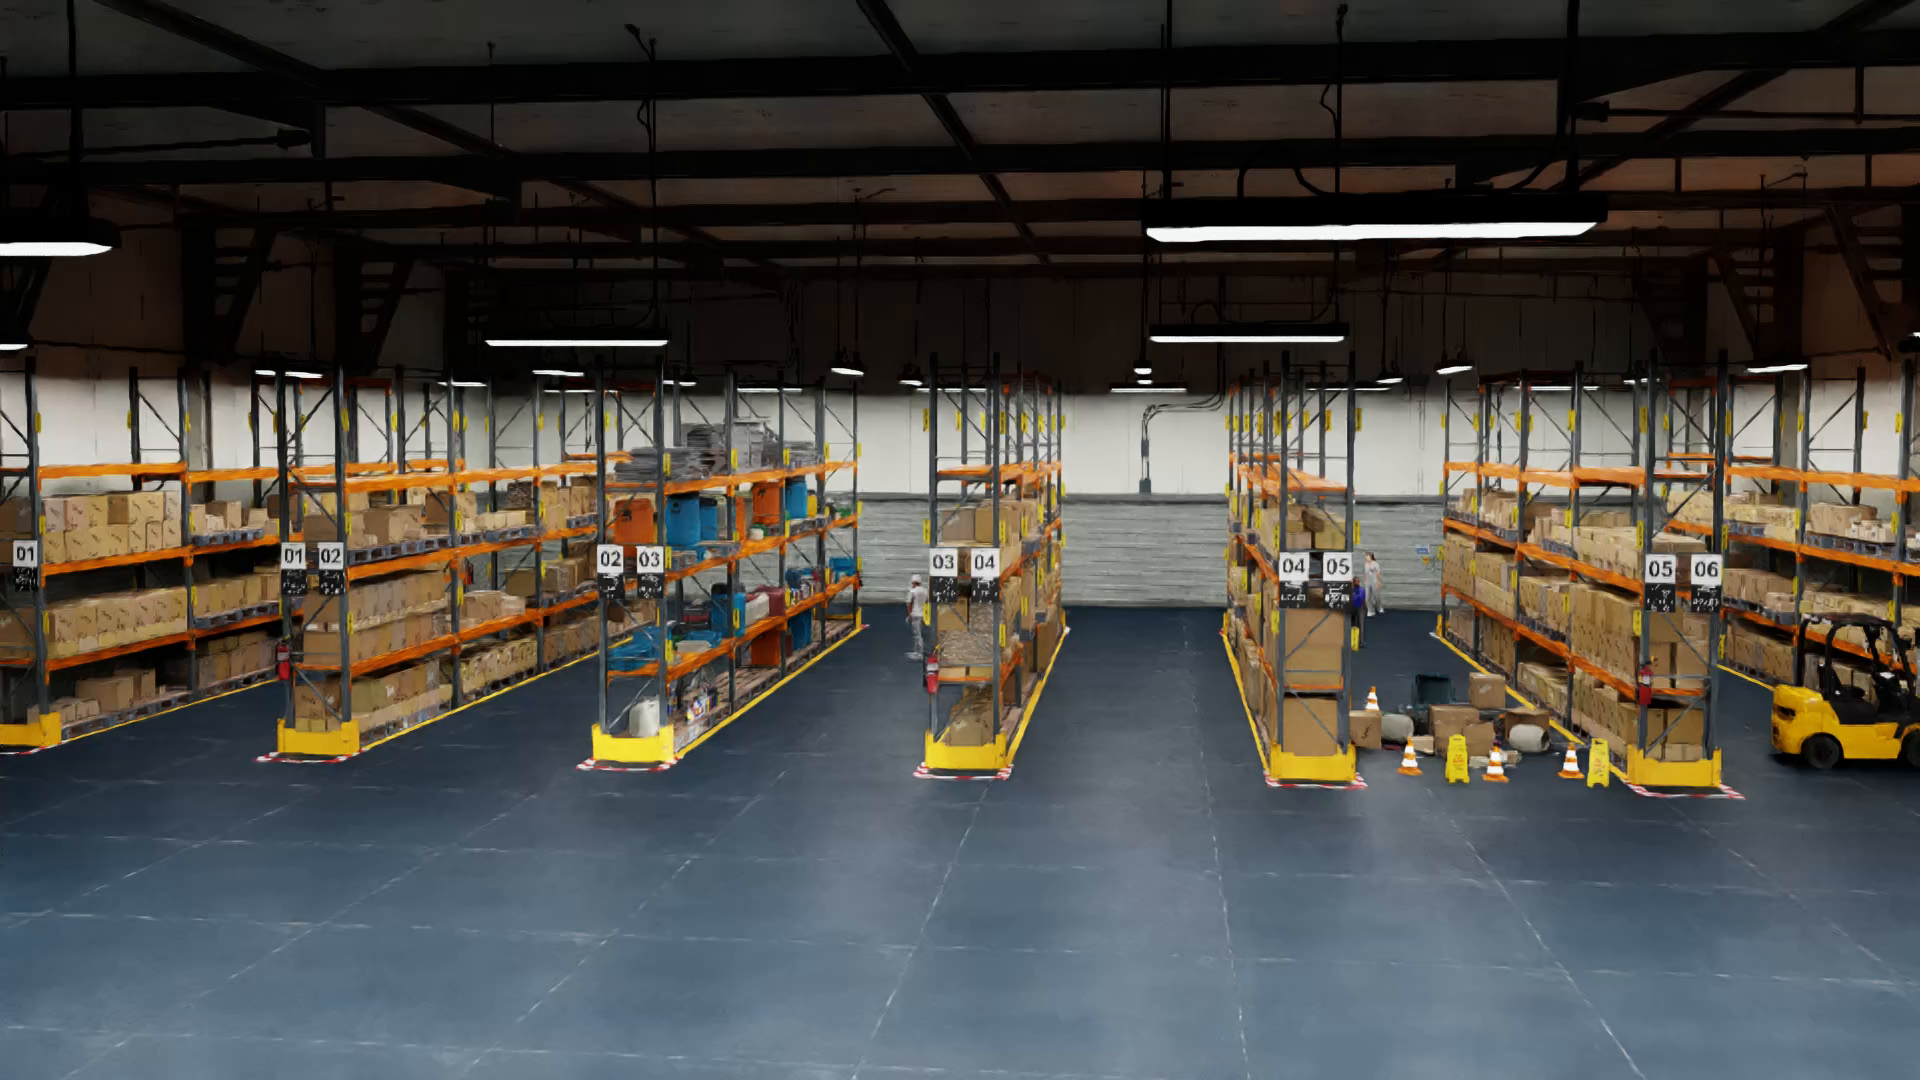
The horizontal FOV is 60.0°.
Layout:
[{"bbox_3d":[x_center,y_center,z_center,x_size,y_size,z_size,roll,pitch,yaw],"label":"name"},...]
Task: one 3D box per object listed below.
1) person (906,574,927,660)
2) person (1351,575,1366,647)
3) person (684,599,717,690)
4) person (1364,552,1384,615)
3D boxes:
[{"bbox_3d":[-0.938,1.582,35.160,0.580,1.724,0.669,2,5,30],"label":"person"},{"bbox_3d":[8.845,1.574,37.217,0.447,1.560,1.088,1,4,9],"label":"person"},{"bbox_3d":[-4.622,1.870,29.563,0.608,1.644,0.660,0,4,-7],"label":"person"},{"bbox_3d":[10.752,1.092,43.185,0.515,1.595,0.535,4,6,43],"label":"person"}]
